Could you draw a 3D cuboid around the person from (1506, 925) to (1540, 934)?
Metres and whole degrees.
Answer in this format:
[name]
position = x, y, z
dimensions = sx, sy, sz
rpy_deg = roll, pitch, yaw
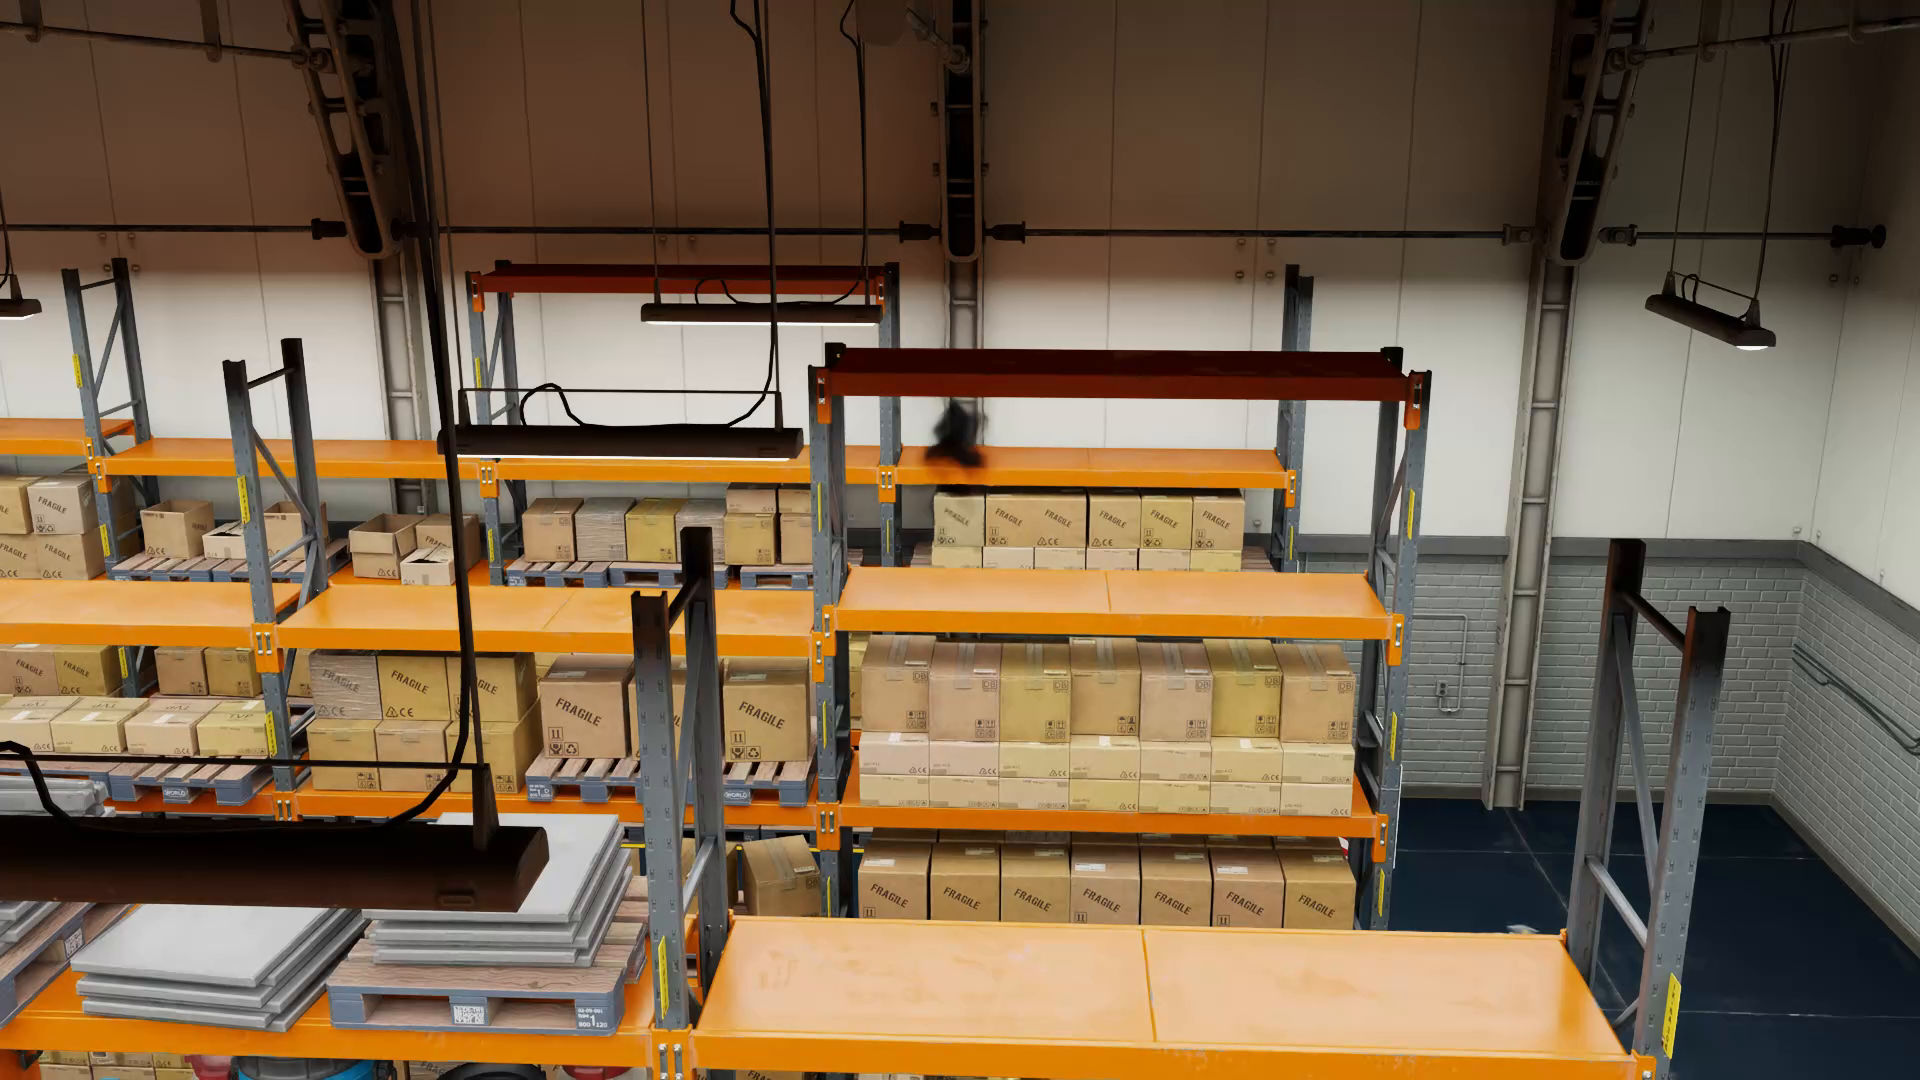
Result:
[person]
position = 4.266, 3.709, 12.843
dimensions = 0.645, 1.711, 0.871
rpy_deg = 3, 16, 9
